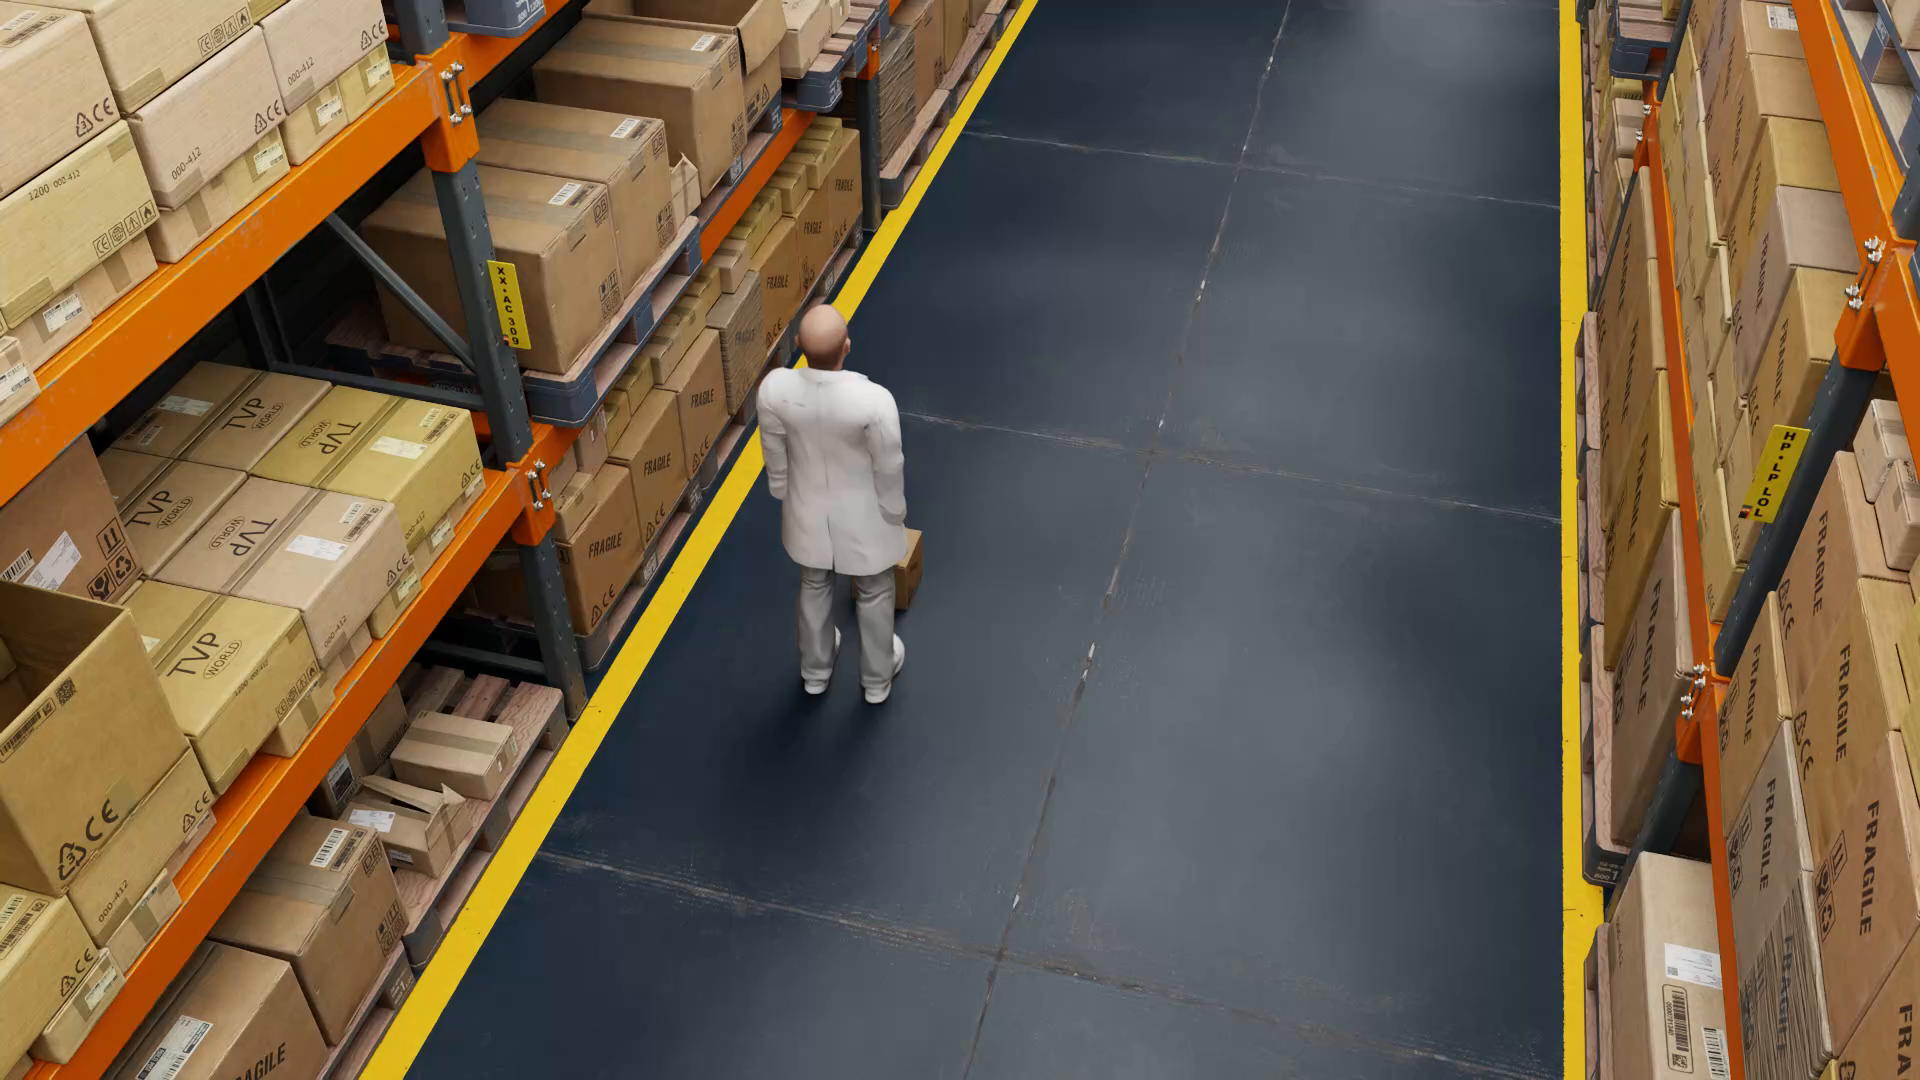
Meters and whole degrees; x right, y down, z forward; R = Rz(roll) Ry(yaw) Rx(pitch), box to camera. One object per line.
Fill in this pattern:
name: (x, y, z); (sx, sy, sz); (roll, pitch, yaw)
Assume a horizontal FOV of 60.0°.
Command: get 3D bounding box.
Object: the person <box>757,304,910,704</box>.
person: (-0.463, -0.142, 6.336); (0.558, 1.779, 0.390); (10, 42, 12)
